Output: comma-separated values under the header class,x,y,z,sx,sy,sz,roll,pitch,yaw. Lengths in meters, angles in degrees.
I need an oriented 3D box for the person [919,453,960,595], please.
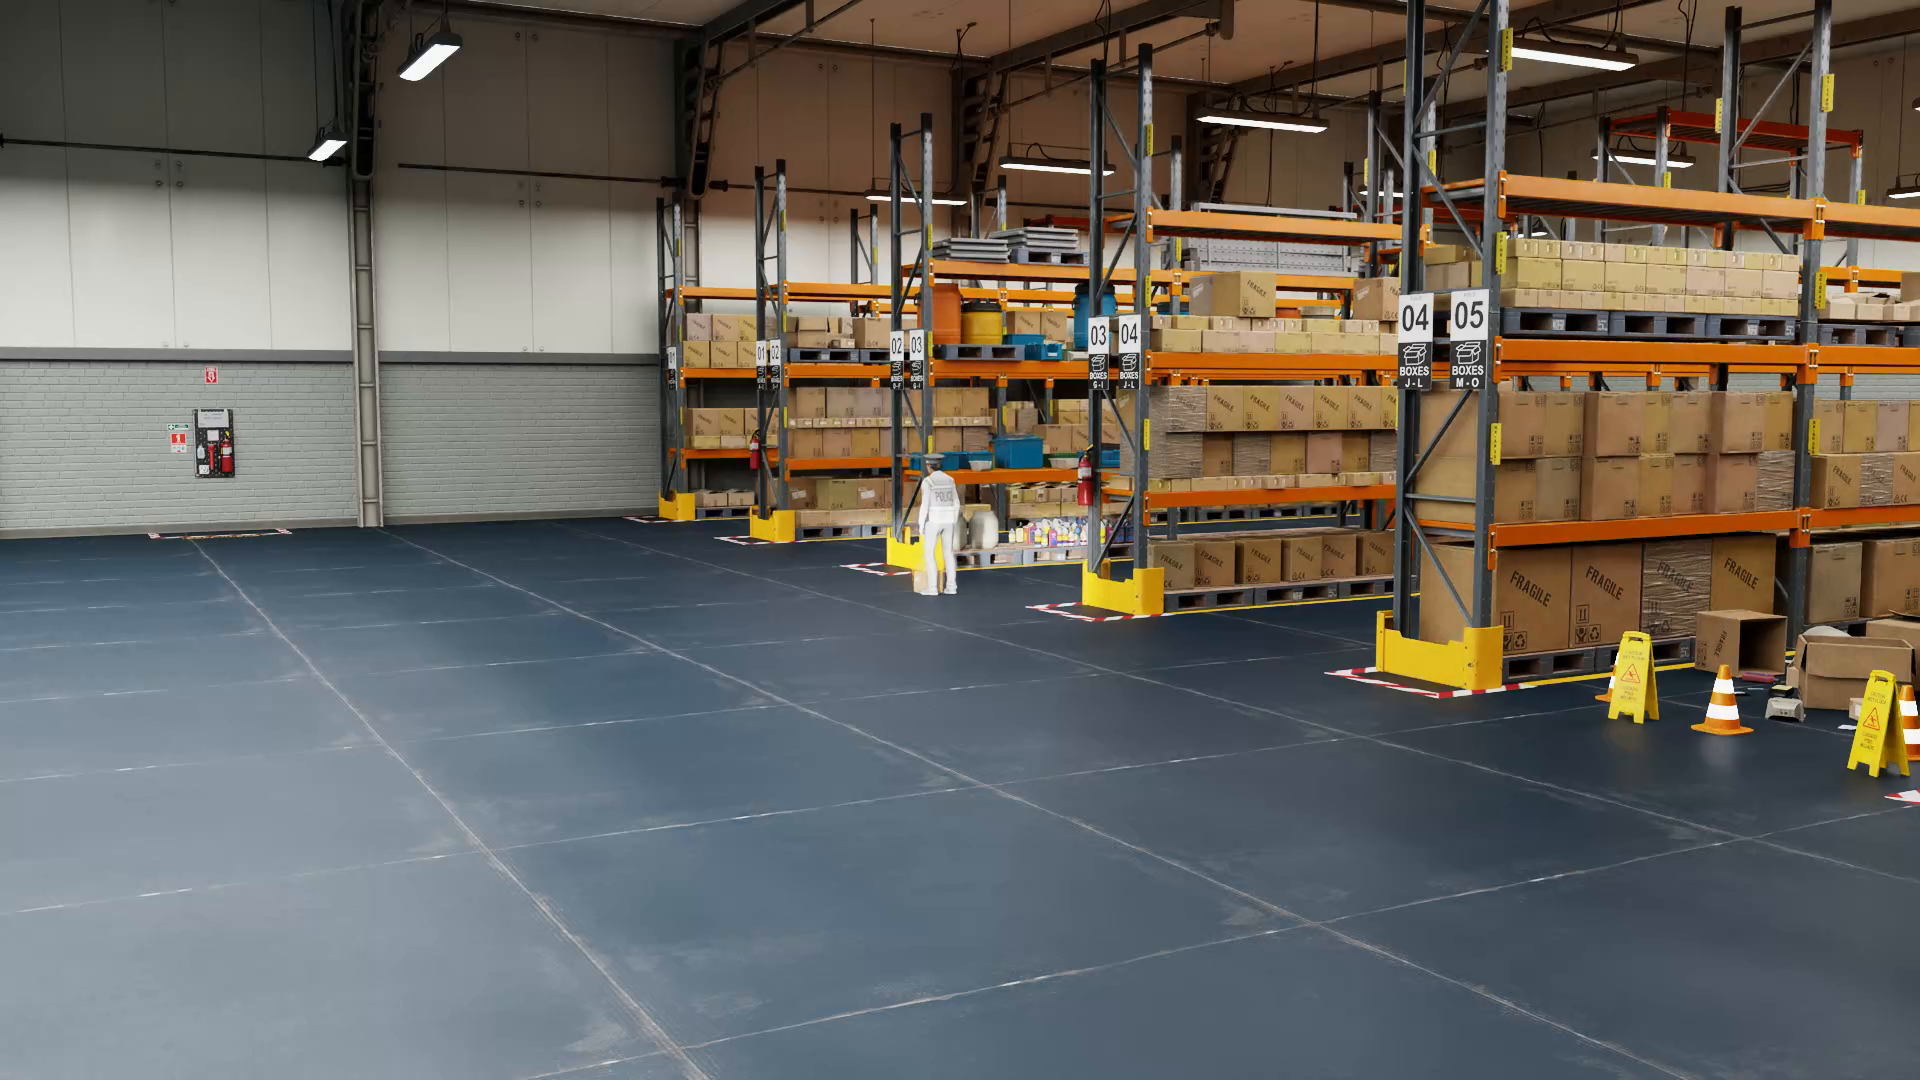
class,x,y,z,sx,sy,sz,roll,pitch,yaw
person,-0.255,-0.183,19.527,0.529,1.662,0.375,-3,6,-31
